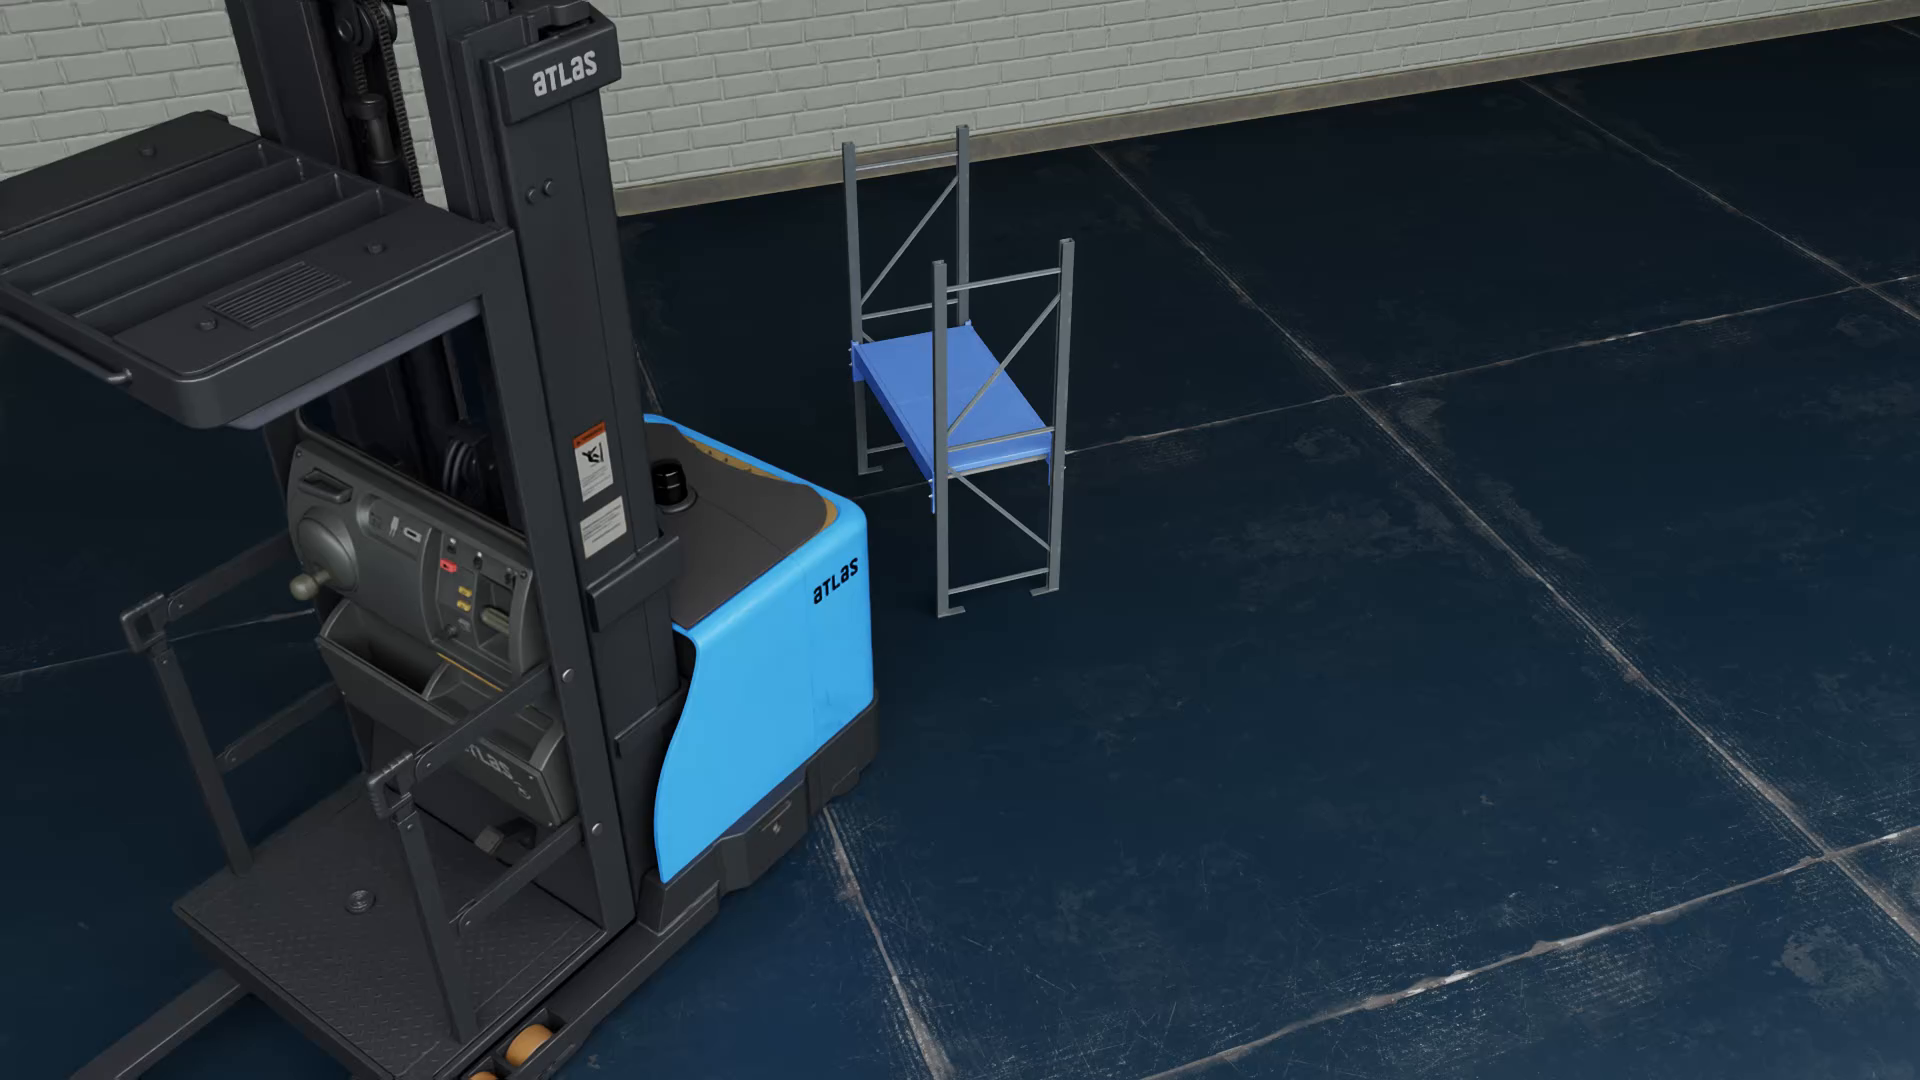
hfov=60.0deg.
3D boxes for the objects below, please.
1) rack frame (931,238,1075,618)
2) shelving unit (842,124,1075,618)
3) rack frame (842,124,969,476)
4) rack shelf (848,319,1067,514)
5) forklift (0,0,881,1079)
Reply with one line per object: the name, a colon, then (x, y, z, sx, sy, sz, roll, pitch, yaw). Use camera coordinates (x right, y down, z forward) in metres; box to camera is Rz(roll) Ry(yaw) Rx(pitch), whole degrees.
rack frame: (0.146, -0.360, 5.981, 0.500, 1.500, 0.032, -12, 39, -16)
shelving unit: (-0.029, -0.647, 6.363, 0.538, 1.500, 1.048, -12, 39, -16)
rack frame: (-0.204, -0.934, 6.744, 0.500, 1.500, 0.032, -12, 39, -16)
rack shelf: (-0.029, -0.504, 6.471, 0.538, 0.185, 1.000, -12, 39, -16)
forklift: (-1.549, 0.127, 4.145, 1.130, 2.935, 3.031, 24, 43, 28)
